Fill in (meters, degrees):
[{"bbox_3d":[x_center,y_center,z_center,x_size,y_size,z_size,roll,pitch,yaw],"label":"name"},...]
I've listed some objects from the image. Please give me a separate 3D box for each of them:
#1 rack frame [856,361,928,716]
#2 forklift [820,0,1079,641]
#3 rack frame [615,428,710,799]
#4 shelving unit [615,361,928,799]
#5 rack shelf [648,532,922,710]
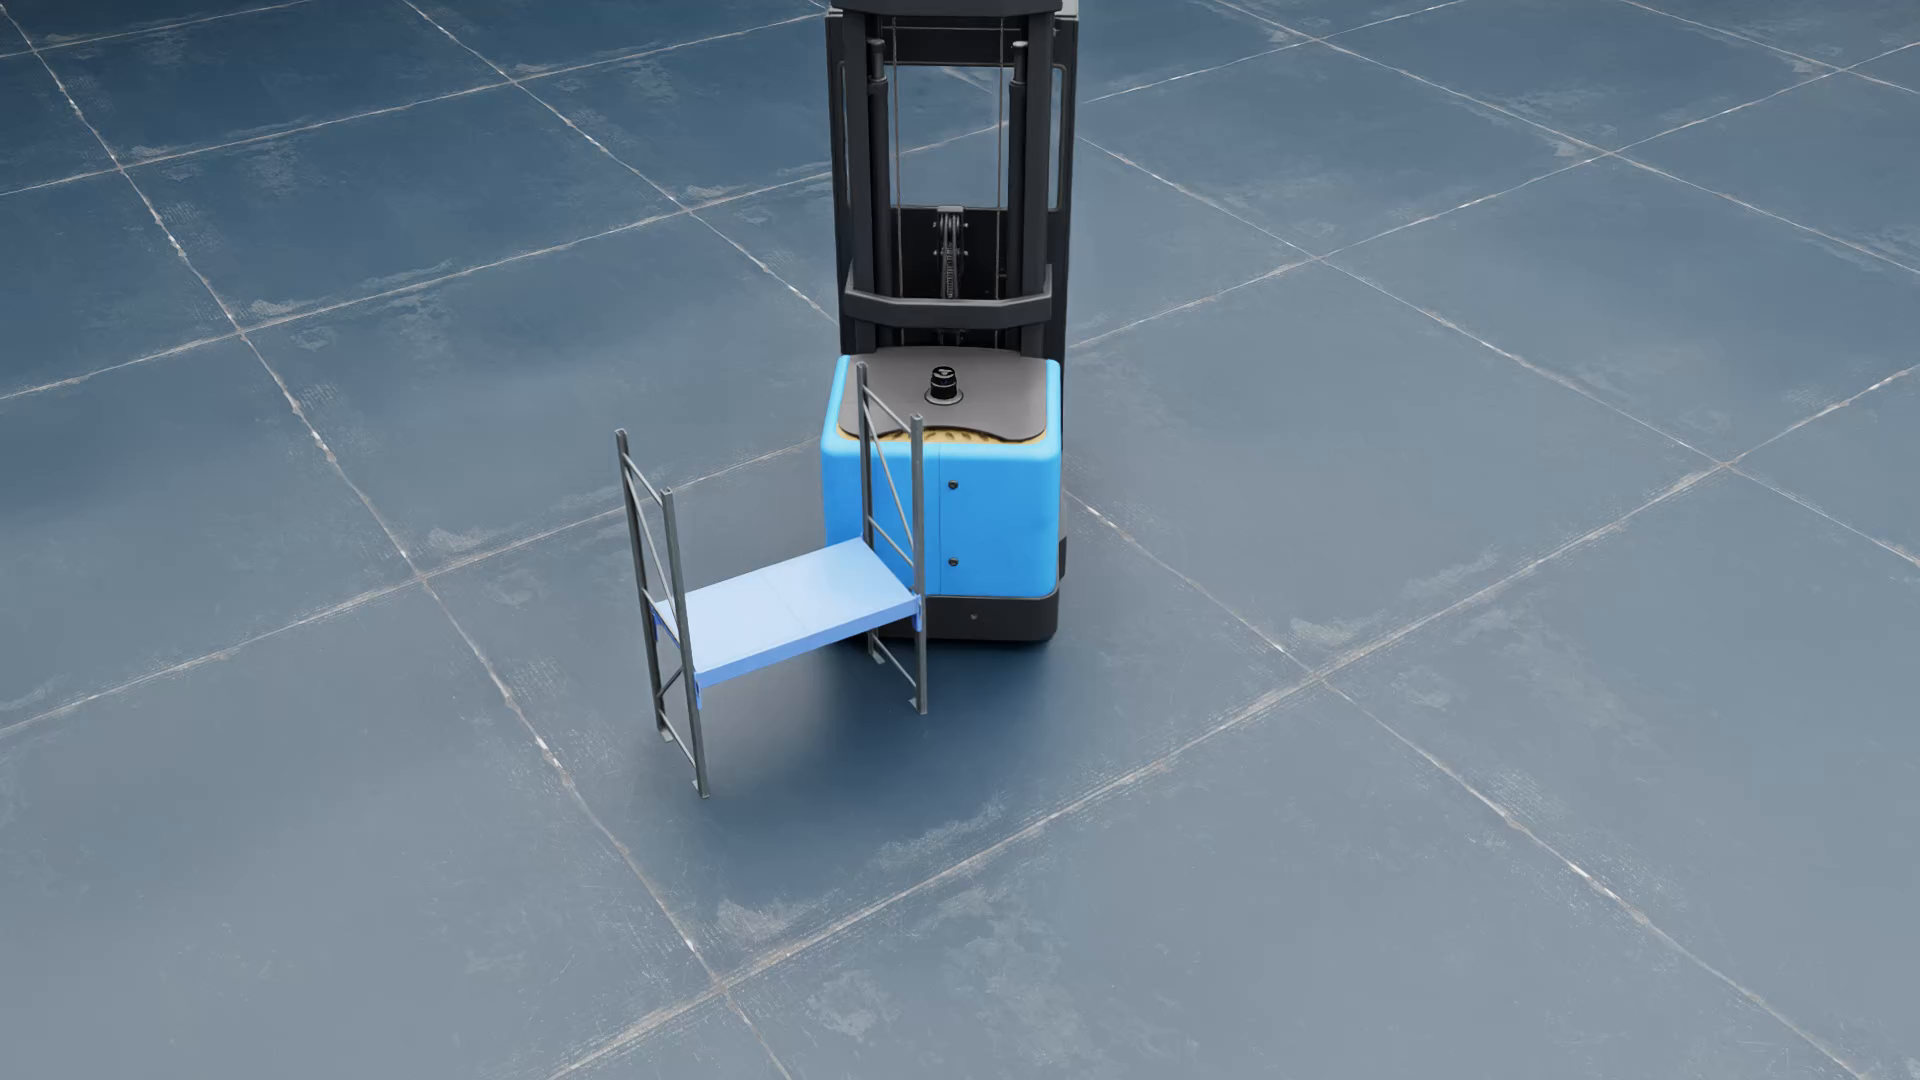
[{"bbox_3d":[-0.279,0.022,6.935,0.032,1.500,0.500,-19,40,-24],"label":"rack frame"},{"bbox_3d":[-0.024,-1.569,7.921,1.130,2.935,3.031,1,36,2],"label":"forklift"},{"bbox_3d":[-1.160,0.318,6.524,0.032,1.500,0.500,-19,40,-24],"label":"rack frame"},{"bbox_3d":[-0.720,0.170,6.729,1.048,1.500,0.538,-19,40,-24],"label":"shelving unit"},{"bbox_3d":[-0.720,0.316,6.834,1.000,0.185,0.538,-19,40,-24],"label":"rack shelf"}]
